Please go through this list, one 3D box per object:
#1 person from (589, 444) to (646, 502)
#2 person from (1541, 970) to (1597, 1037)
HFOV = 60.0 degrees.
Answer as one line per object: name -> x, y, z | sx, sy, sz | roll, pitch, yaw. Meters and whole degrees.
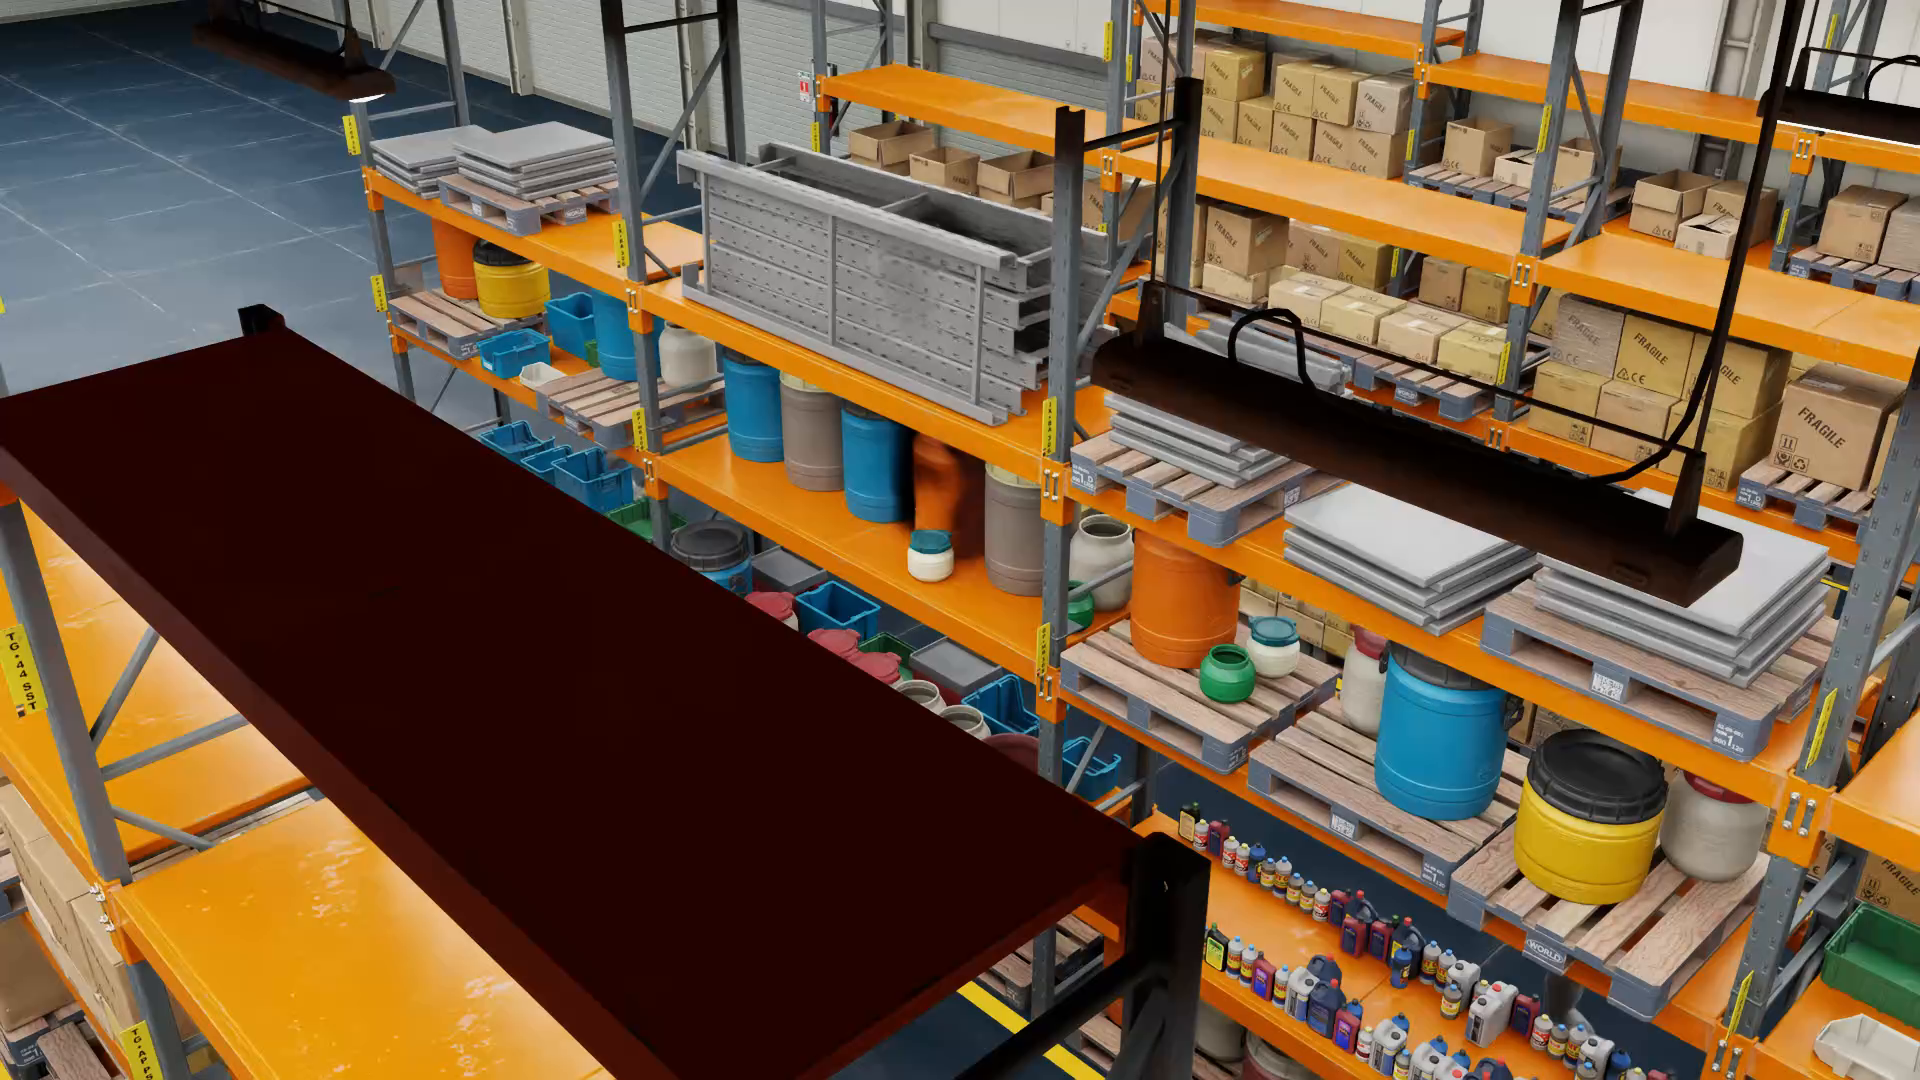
person -> -3.493, -0.958, 16.927 | 0.513, 1.639, 0.621 | 3, 28, 6
person -> 3.837, 2.615, 10.202 | 0.582, 1.717, 0.777 | -16, 32, -27
